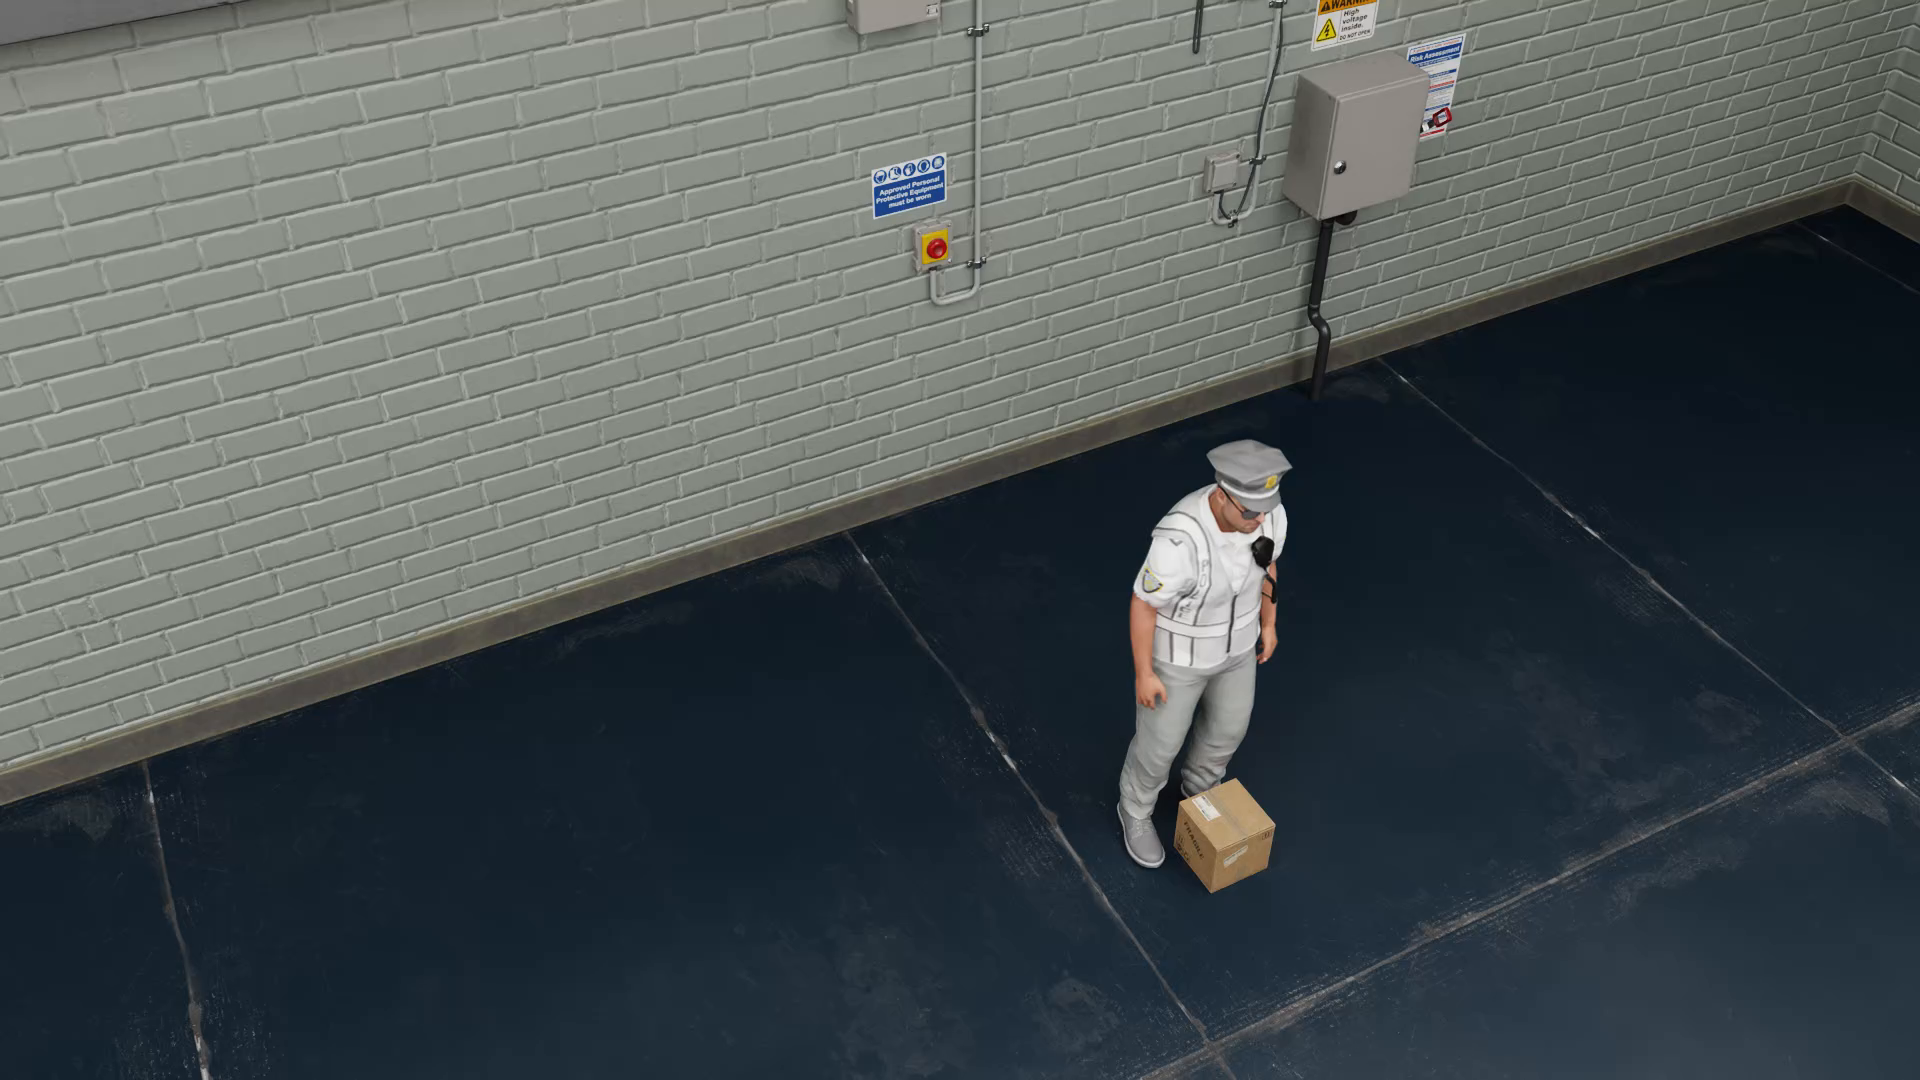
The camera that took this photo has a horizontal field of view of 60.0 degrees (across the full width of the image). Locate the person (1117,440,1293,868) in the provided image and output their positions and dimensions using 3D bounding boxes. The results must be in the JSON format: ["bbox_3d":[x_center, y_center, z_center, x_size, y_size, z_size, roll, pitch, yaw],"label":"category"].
[{"bbox_3d":[0.840,0.362,5.735,0.594,1.748,0.467,-20,45,-21],"label":"person"}]
